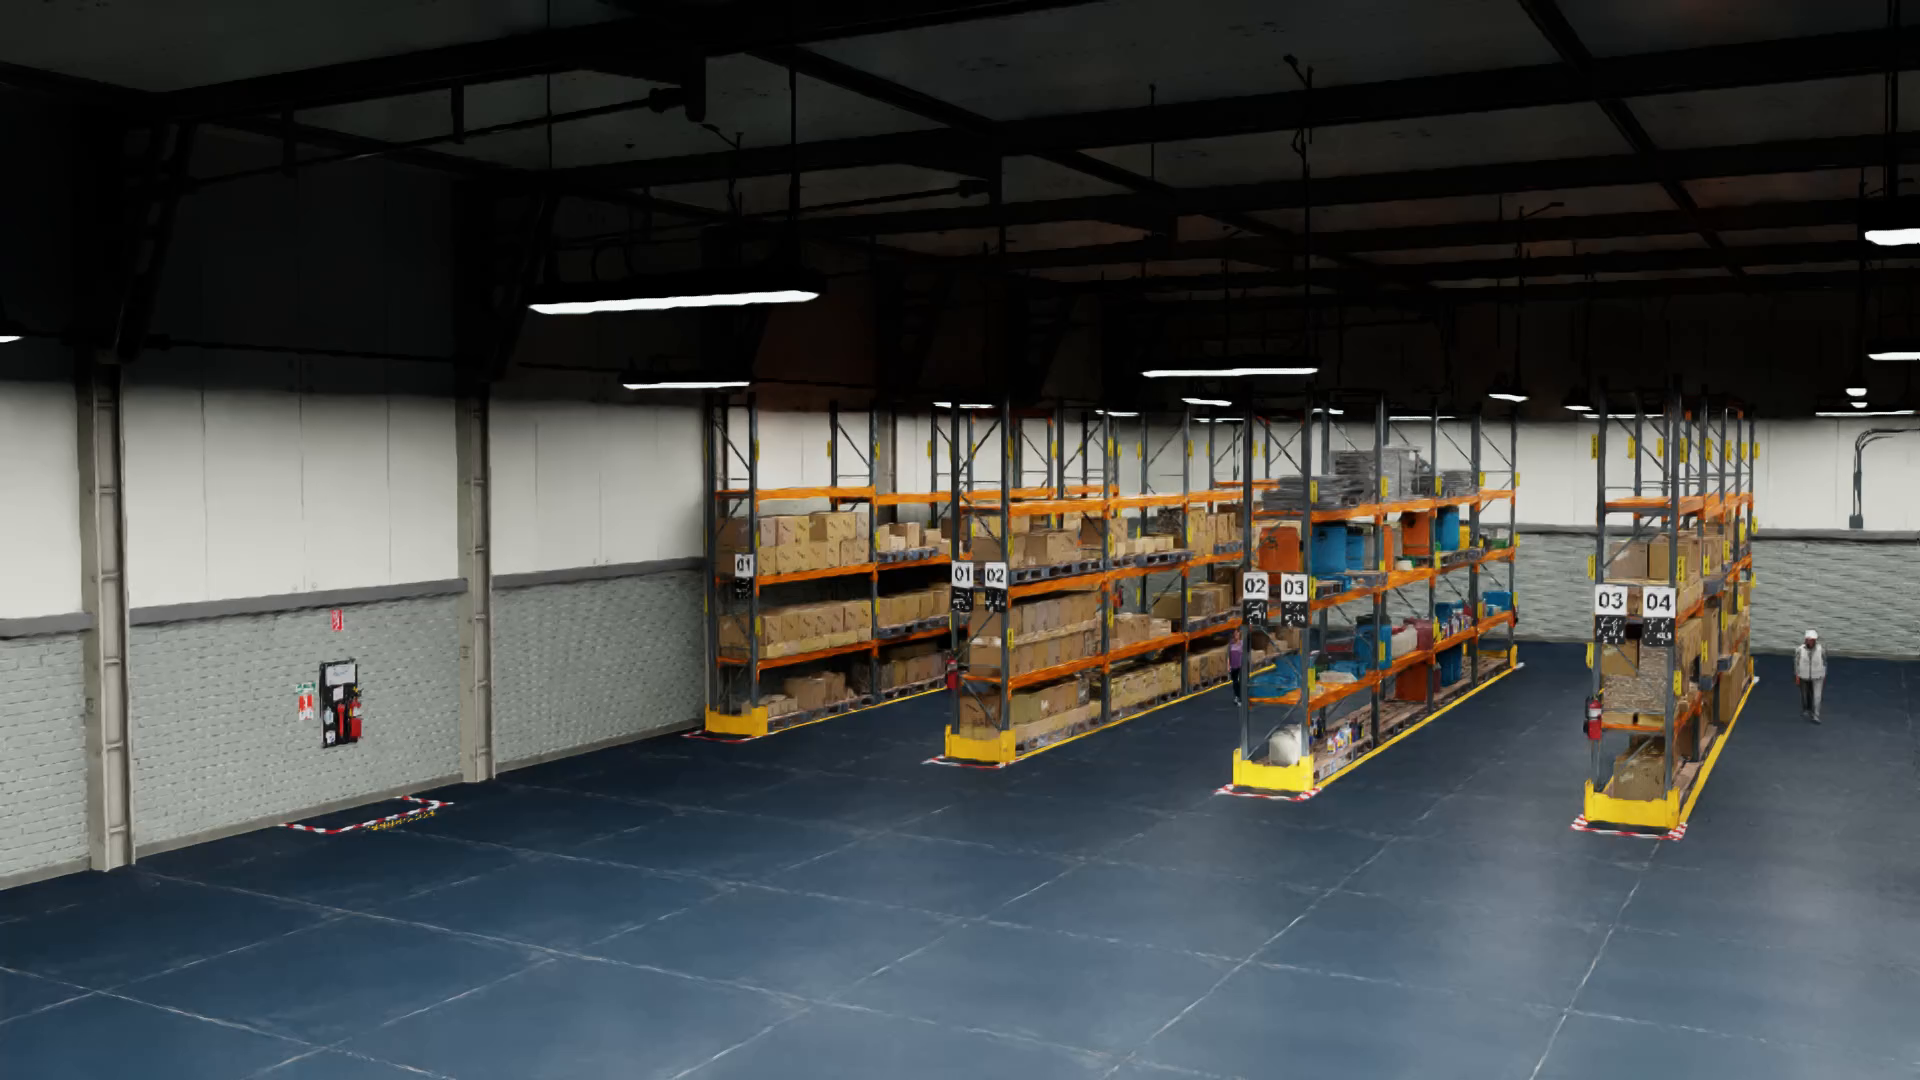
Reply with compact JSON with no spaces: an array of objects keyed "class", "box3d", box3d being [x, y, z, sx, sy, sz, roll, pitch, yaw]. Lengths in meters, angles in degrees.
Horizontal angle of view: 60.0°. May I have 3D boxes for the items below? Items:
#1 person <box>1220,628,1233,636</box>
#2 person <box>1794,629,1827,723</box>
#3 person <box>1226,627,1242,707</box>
[{"class":"person","box3d":[6.788,1.907,42.056,0.445,1.655,0.644,1,3,14]},{"class":"person","box3d":[15.687,2.460,30.692,0.543,1.653,0.868,2,4,31]},{"class":"person","box3d":[5.420,2.464,32.530,0.412,1.533,0.955,1,3,21]}]
